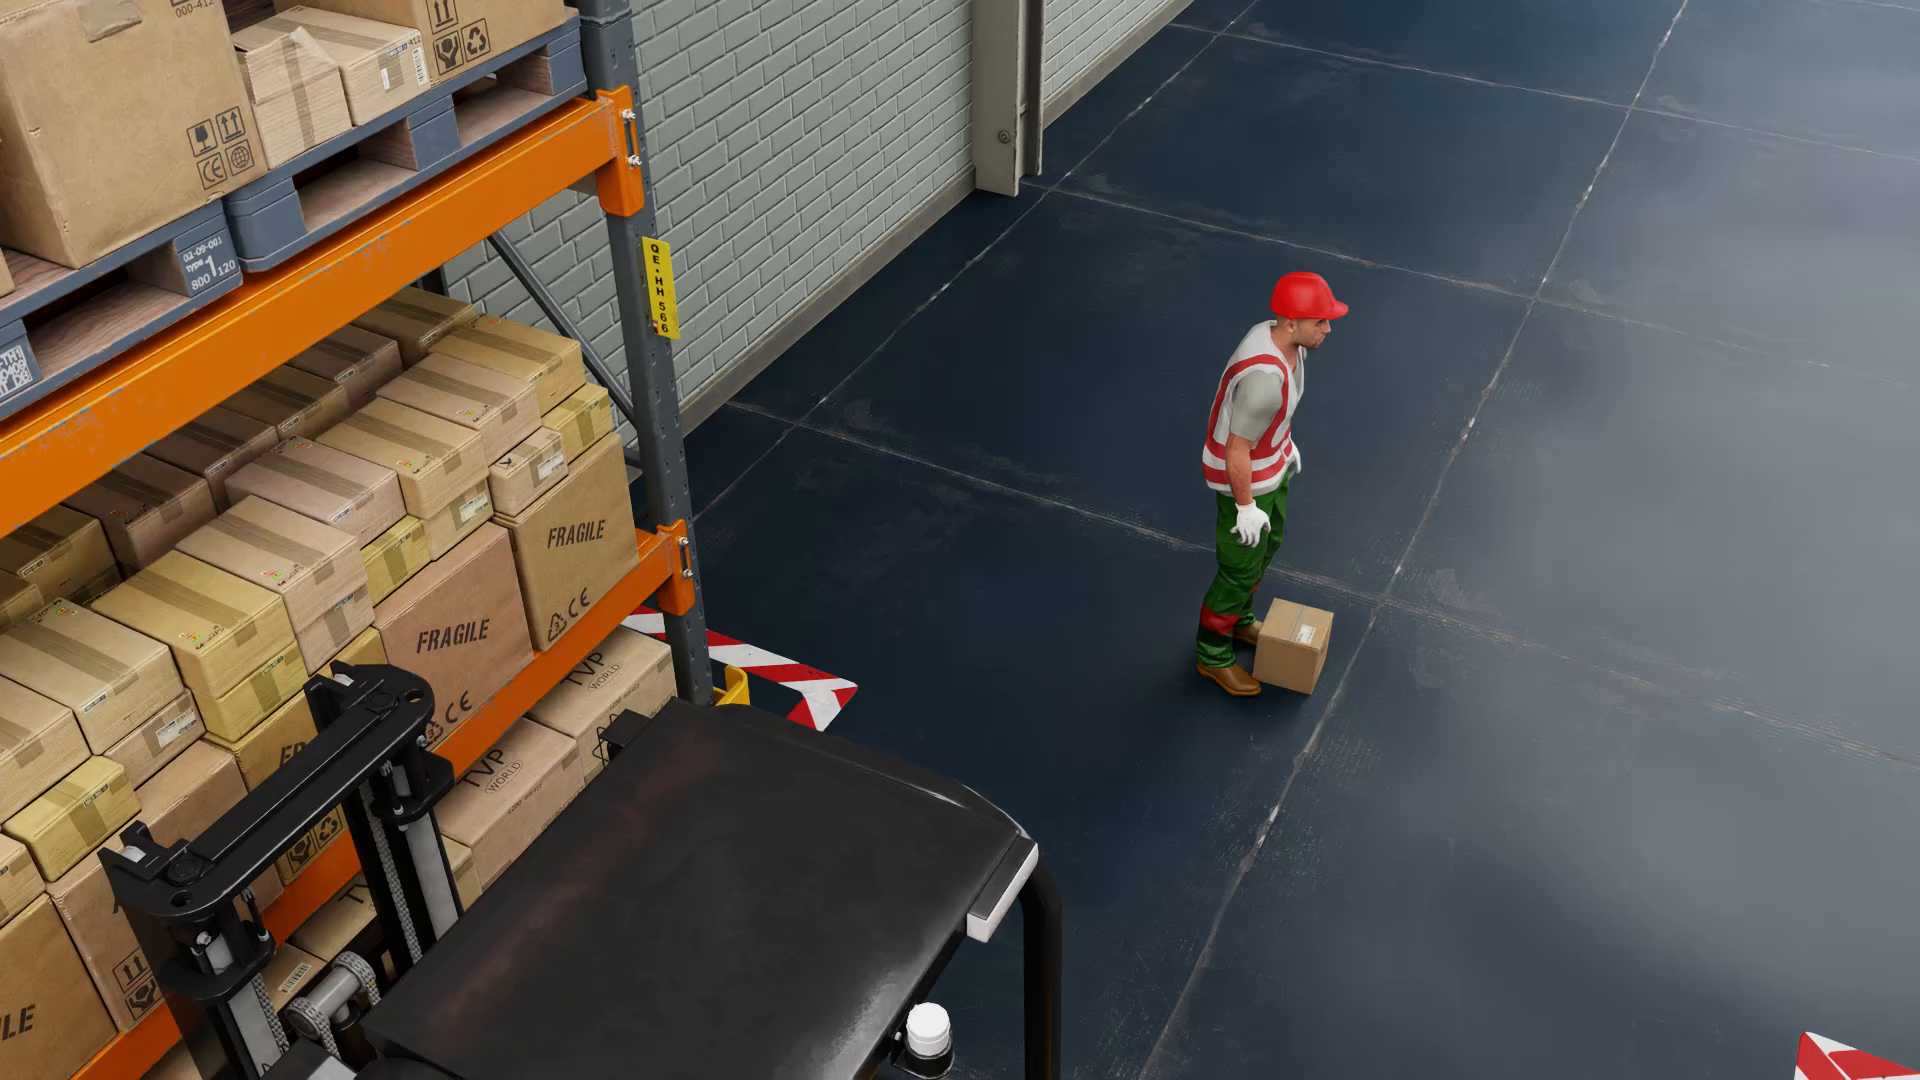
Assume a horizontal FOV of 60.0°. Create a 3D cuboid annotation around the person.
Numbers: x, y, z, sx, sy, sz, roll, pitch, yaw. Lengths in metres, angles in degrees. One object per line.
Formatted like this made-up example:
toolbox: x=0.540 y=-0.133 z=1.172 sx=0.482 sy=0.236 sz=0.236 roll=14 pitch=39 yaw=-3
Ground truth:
person: x=1.170 y=-0.242 z=6.452 sx=0.446 sy=1.780 sz=0.623 roll=16 pitch=40 yaw=20
